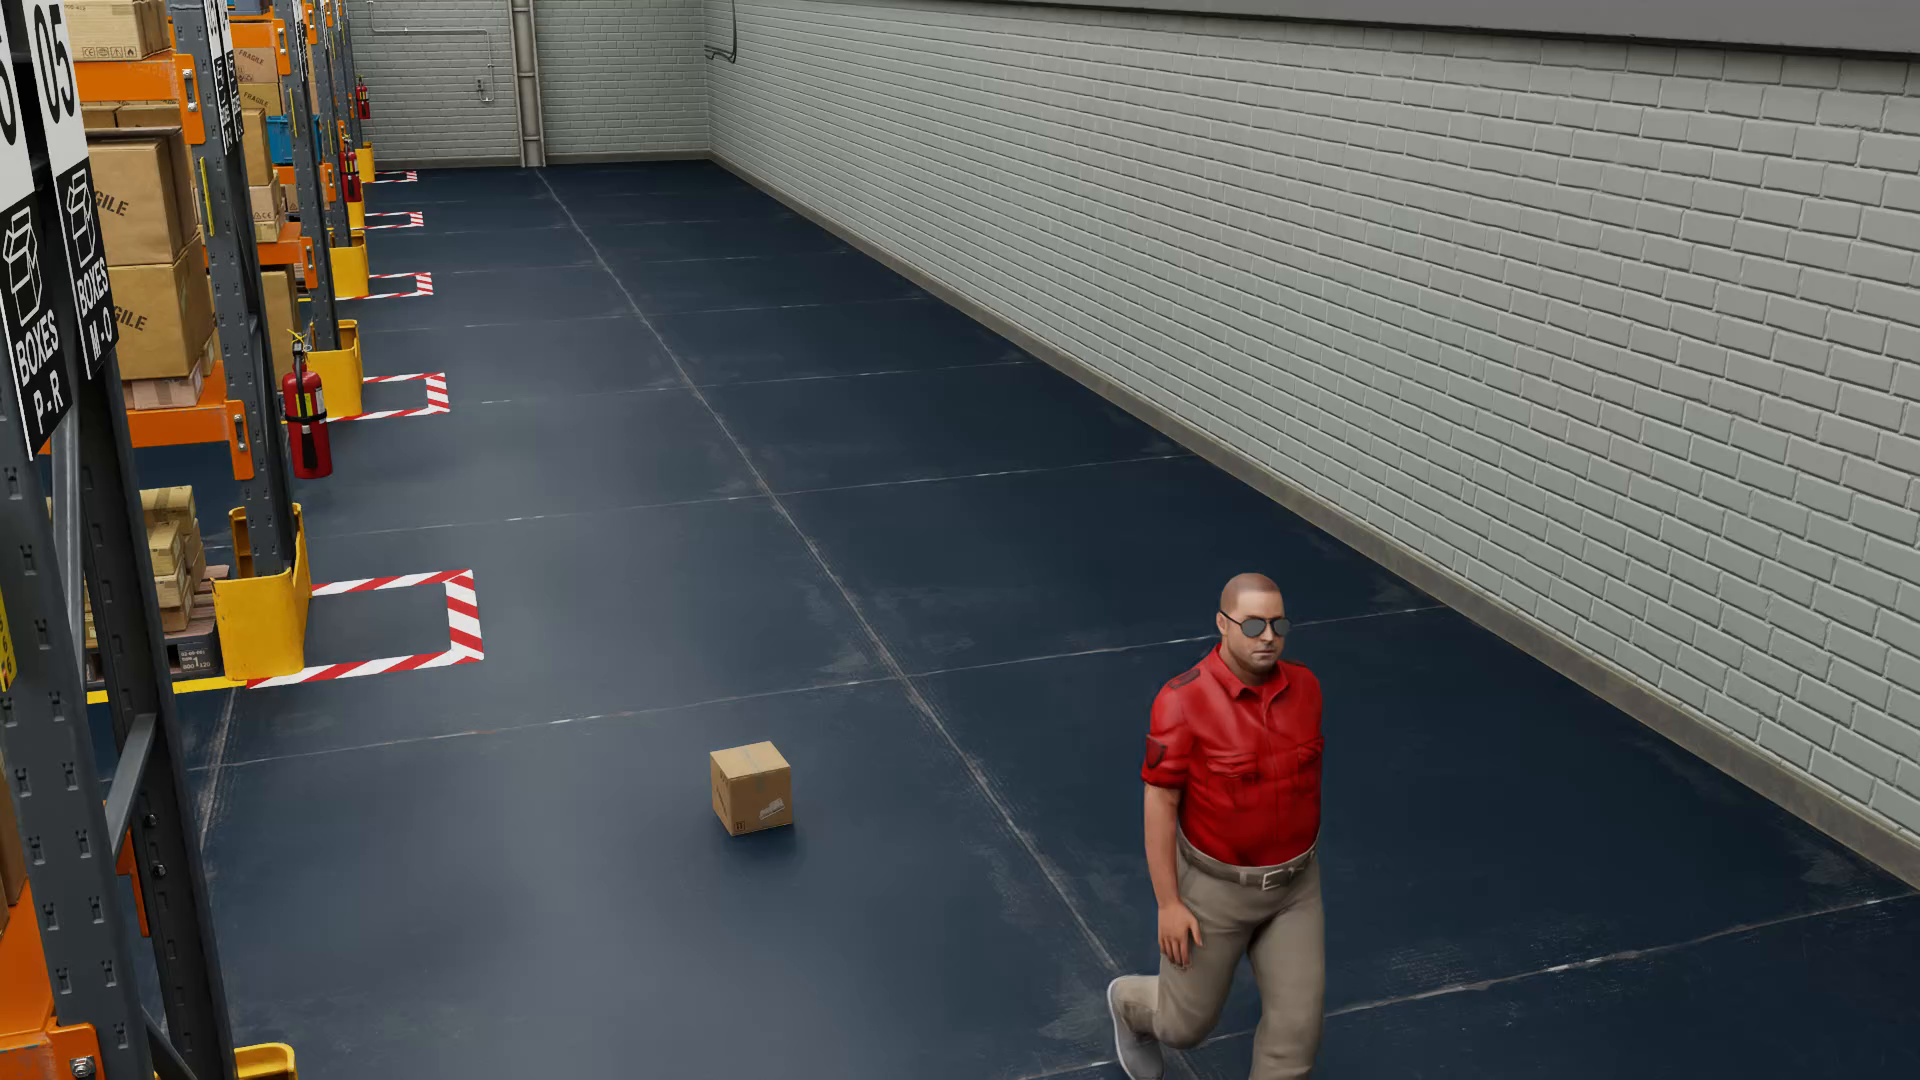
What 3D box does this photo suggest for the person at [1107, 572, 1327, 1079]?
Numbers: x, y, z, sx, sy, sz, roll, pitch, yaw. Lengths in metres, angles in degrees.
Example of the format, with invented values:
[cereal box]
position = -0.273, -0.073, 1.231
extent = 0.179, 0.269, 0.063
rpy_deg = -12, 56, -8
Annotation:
[person]
position = 0.730, 0.899, 4.474
extent = 0.549, 1.684, 0.874
rpy_deg = -7, 20, -20
